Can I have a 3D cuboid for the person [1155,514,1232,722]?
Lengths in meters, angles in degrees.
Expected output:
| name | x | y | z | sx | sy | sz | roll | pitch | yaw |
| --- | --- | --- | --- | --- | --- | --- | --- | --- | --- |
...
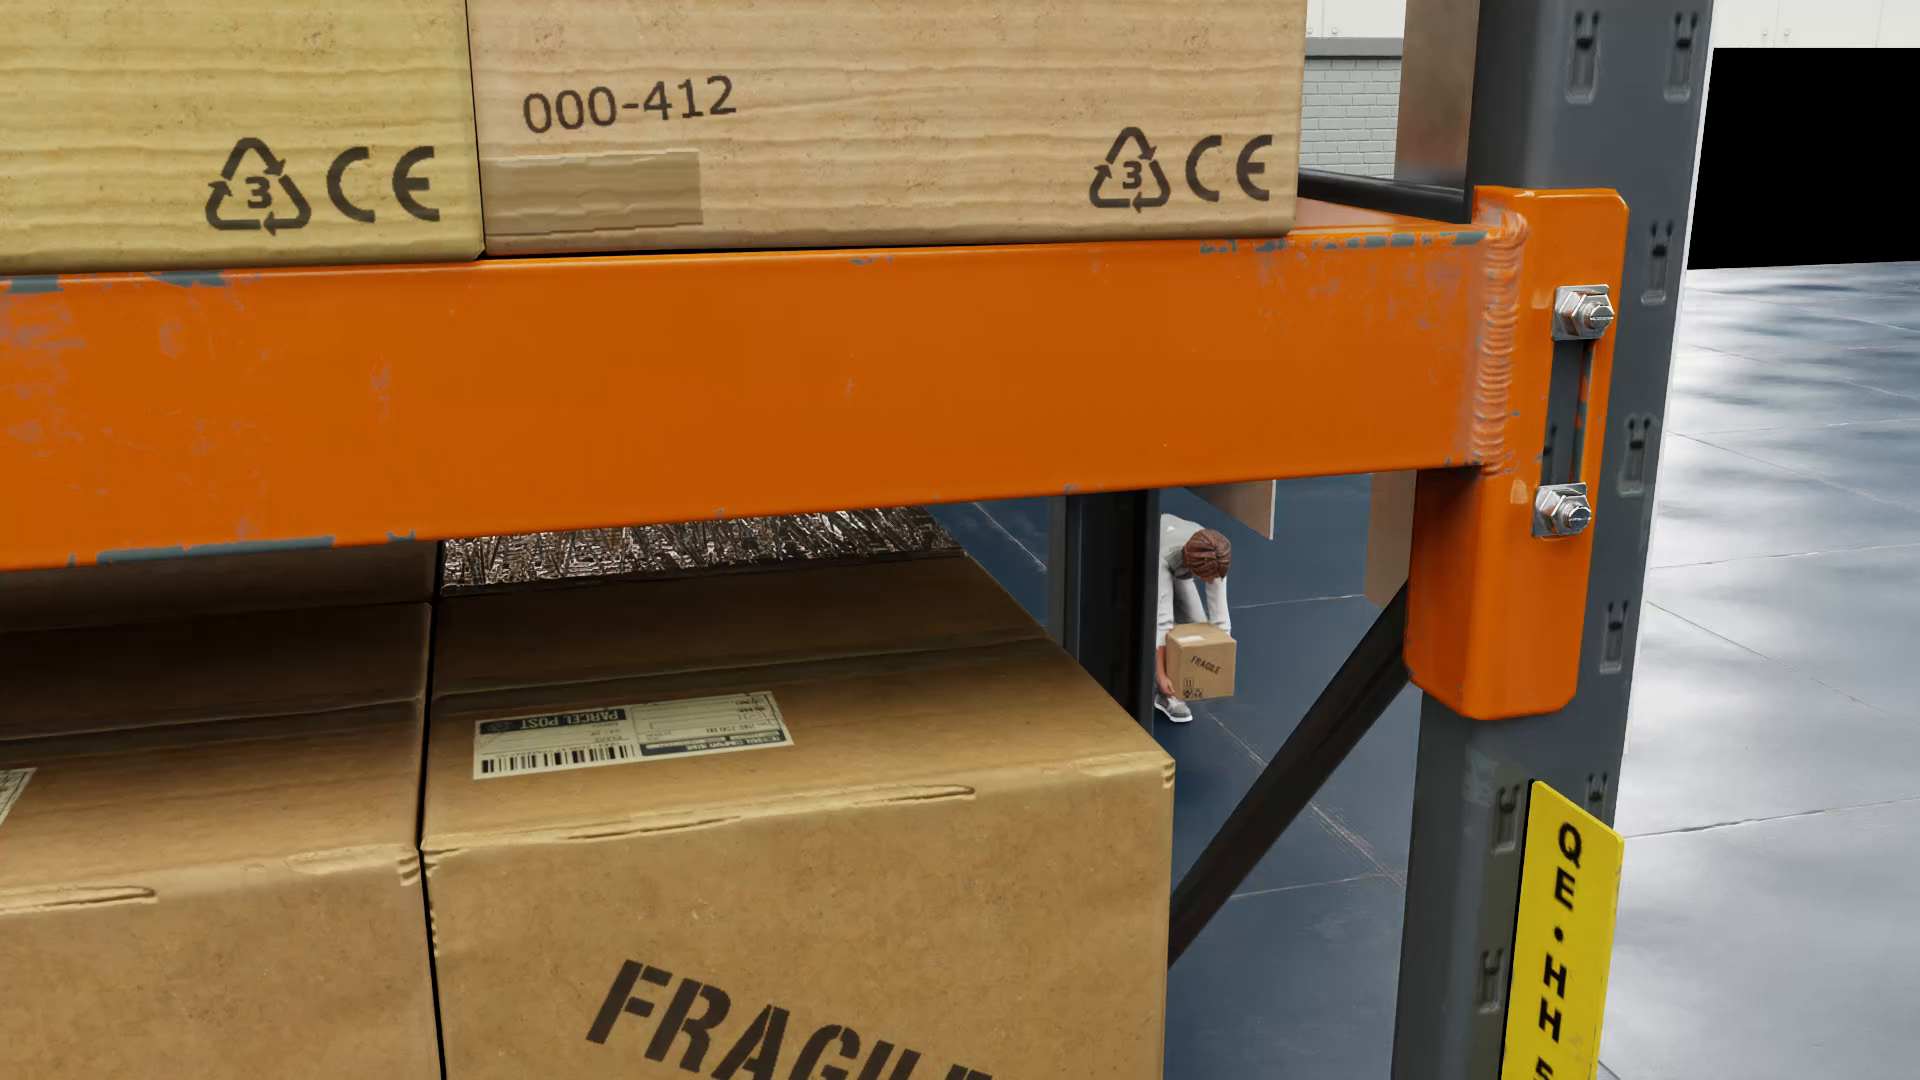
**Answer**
| name | x | y | z | sx | sy | sz | roll | pitch | yaw |
| --- | --- | --- | --- | --- | --- | --- | --- | --- | --- |
| person | 0.928 | 0.369 | 7.321 | 0.415 | 1.020 | 0.857 | -5 | 17 | -18 |
